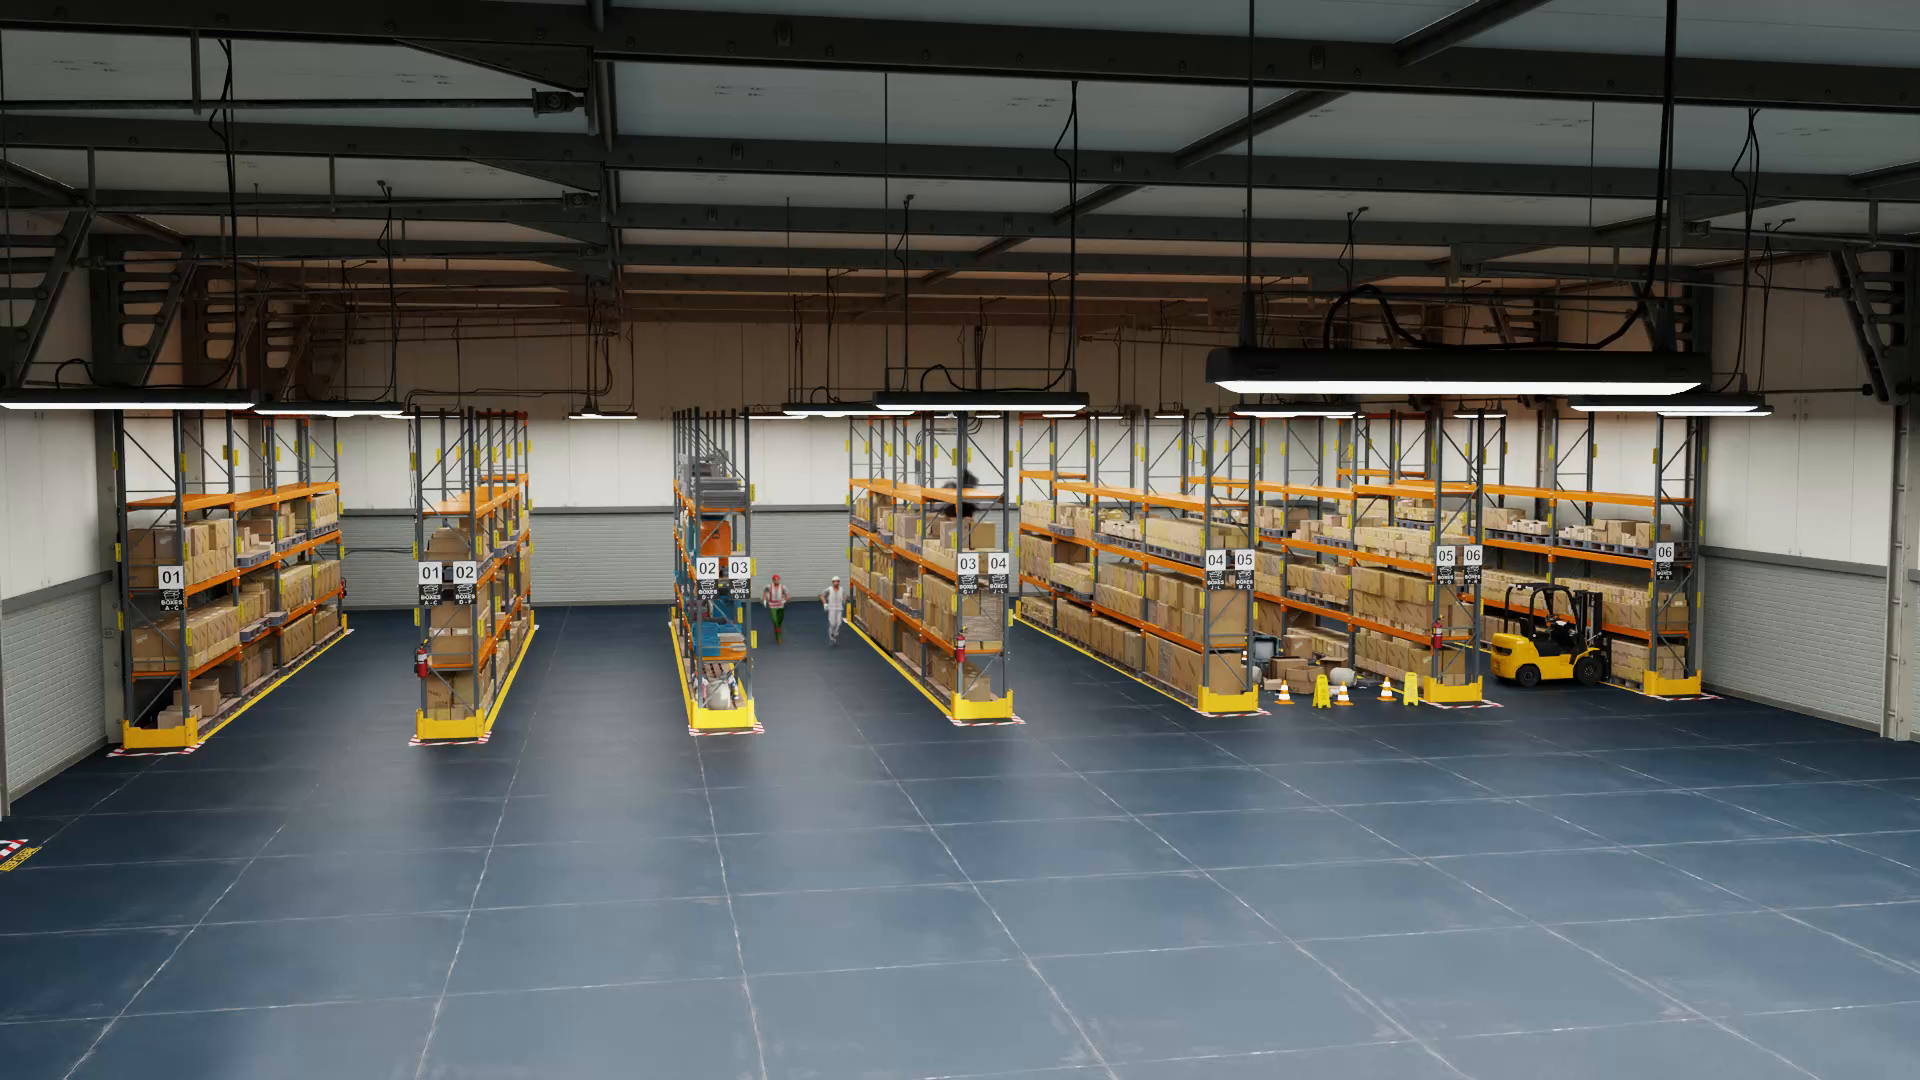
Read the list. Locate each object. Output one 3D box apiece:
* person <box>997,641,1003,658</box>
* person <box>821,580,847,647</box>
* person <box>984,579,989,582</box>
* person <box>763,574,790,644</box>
[{"bbox_3d":[0.927,2.149,39.672,0.524,1.398,0.907,-1,4,-15],"label":"person"},{"bbox_3d":[-3.171,1.851,42.373,0.632,1.759,0.724,-1,4,-19],"label":"person"},{"bbox_3d":[0.608,1.516,47.582,0.785,1.681,0.574,1,4,9],"label":"person"},{"bbox_3d":[-4.759,1.763,43.168,0.685,1.775,1.041,-1,4,-11],"label":"person"}]
